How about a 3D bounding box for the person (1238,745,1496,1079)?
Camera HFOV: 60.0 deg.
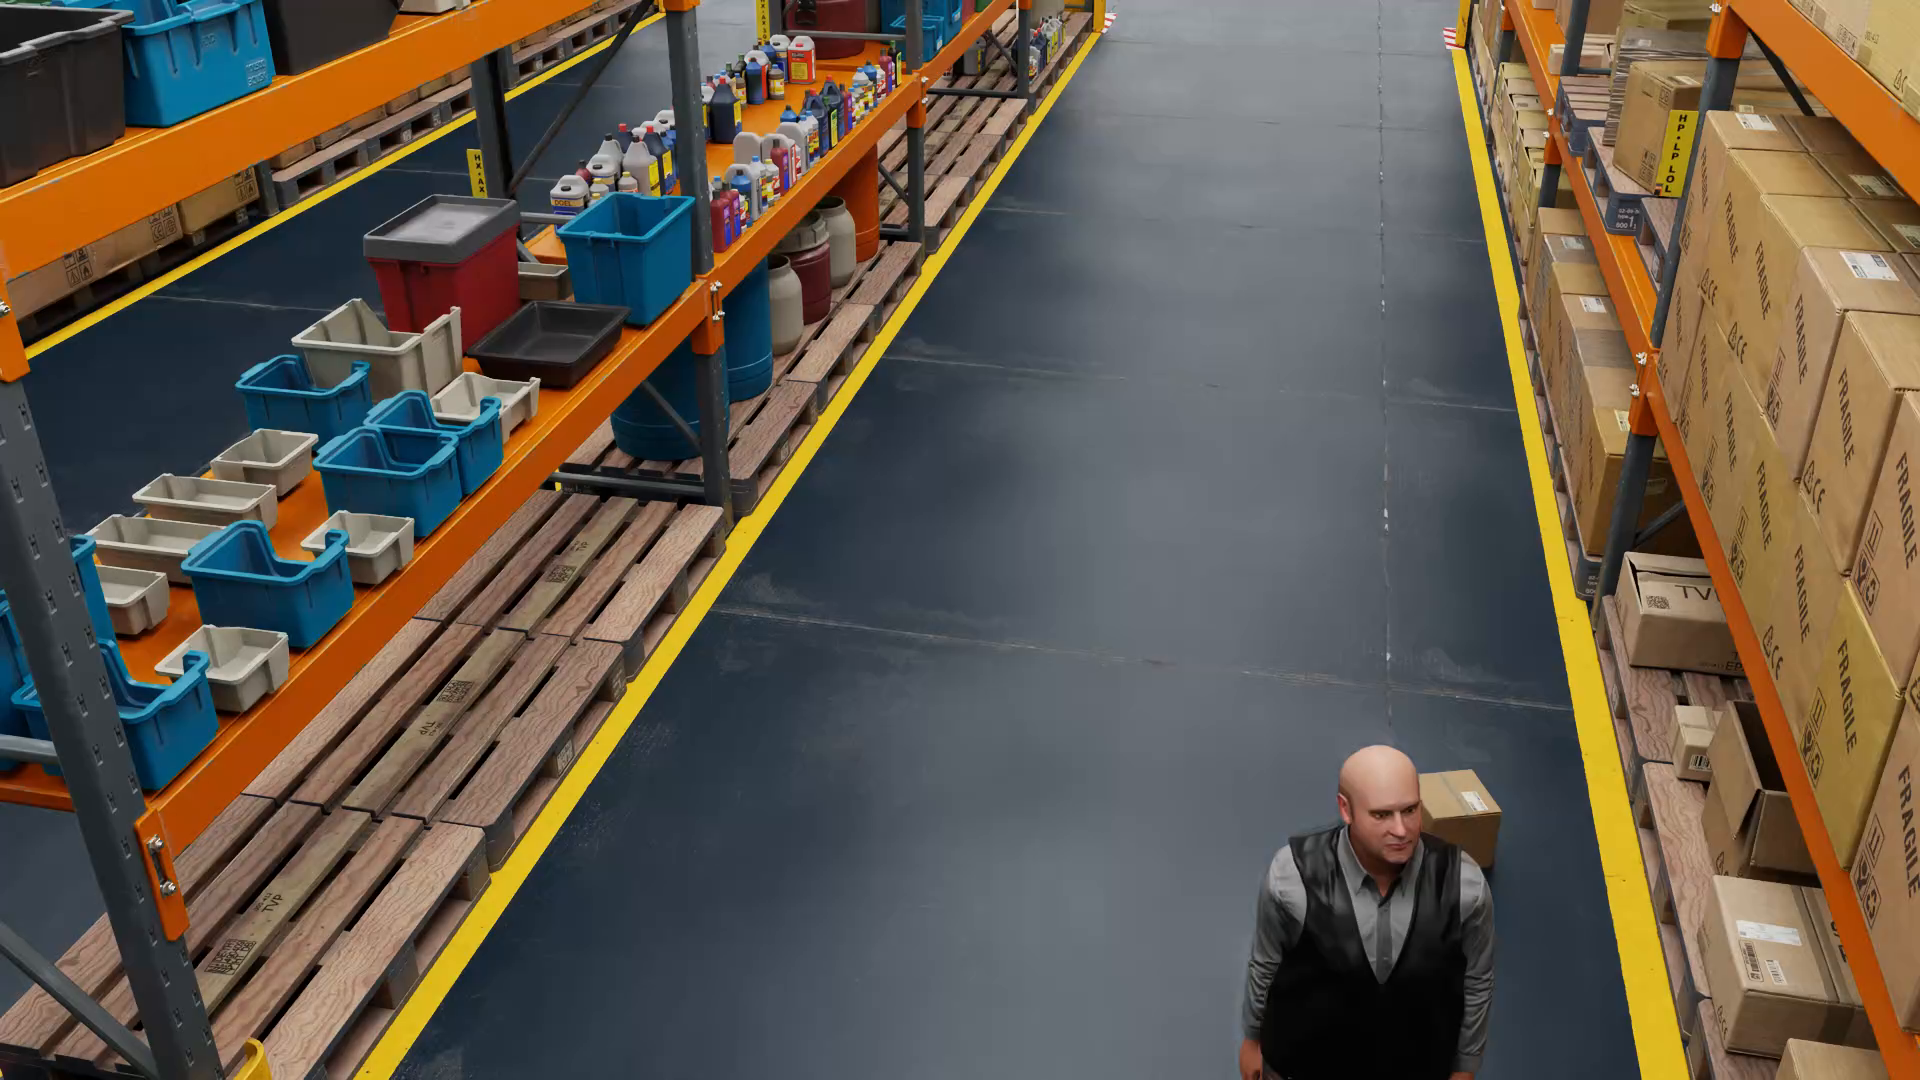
[{"bbox_3d":[0.941,1.211,3.926,0.550,1.687,0.856,1,29,2],"label":"person"}]
